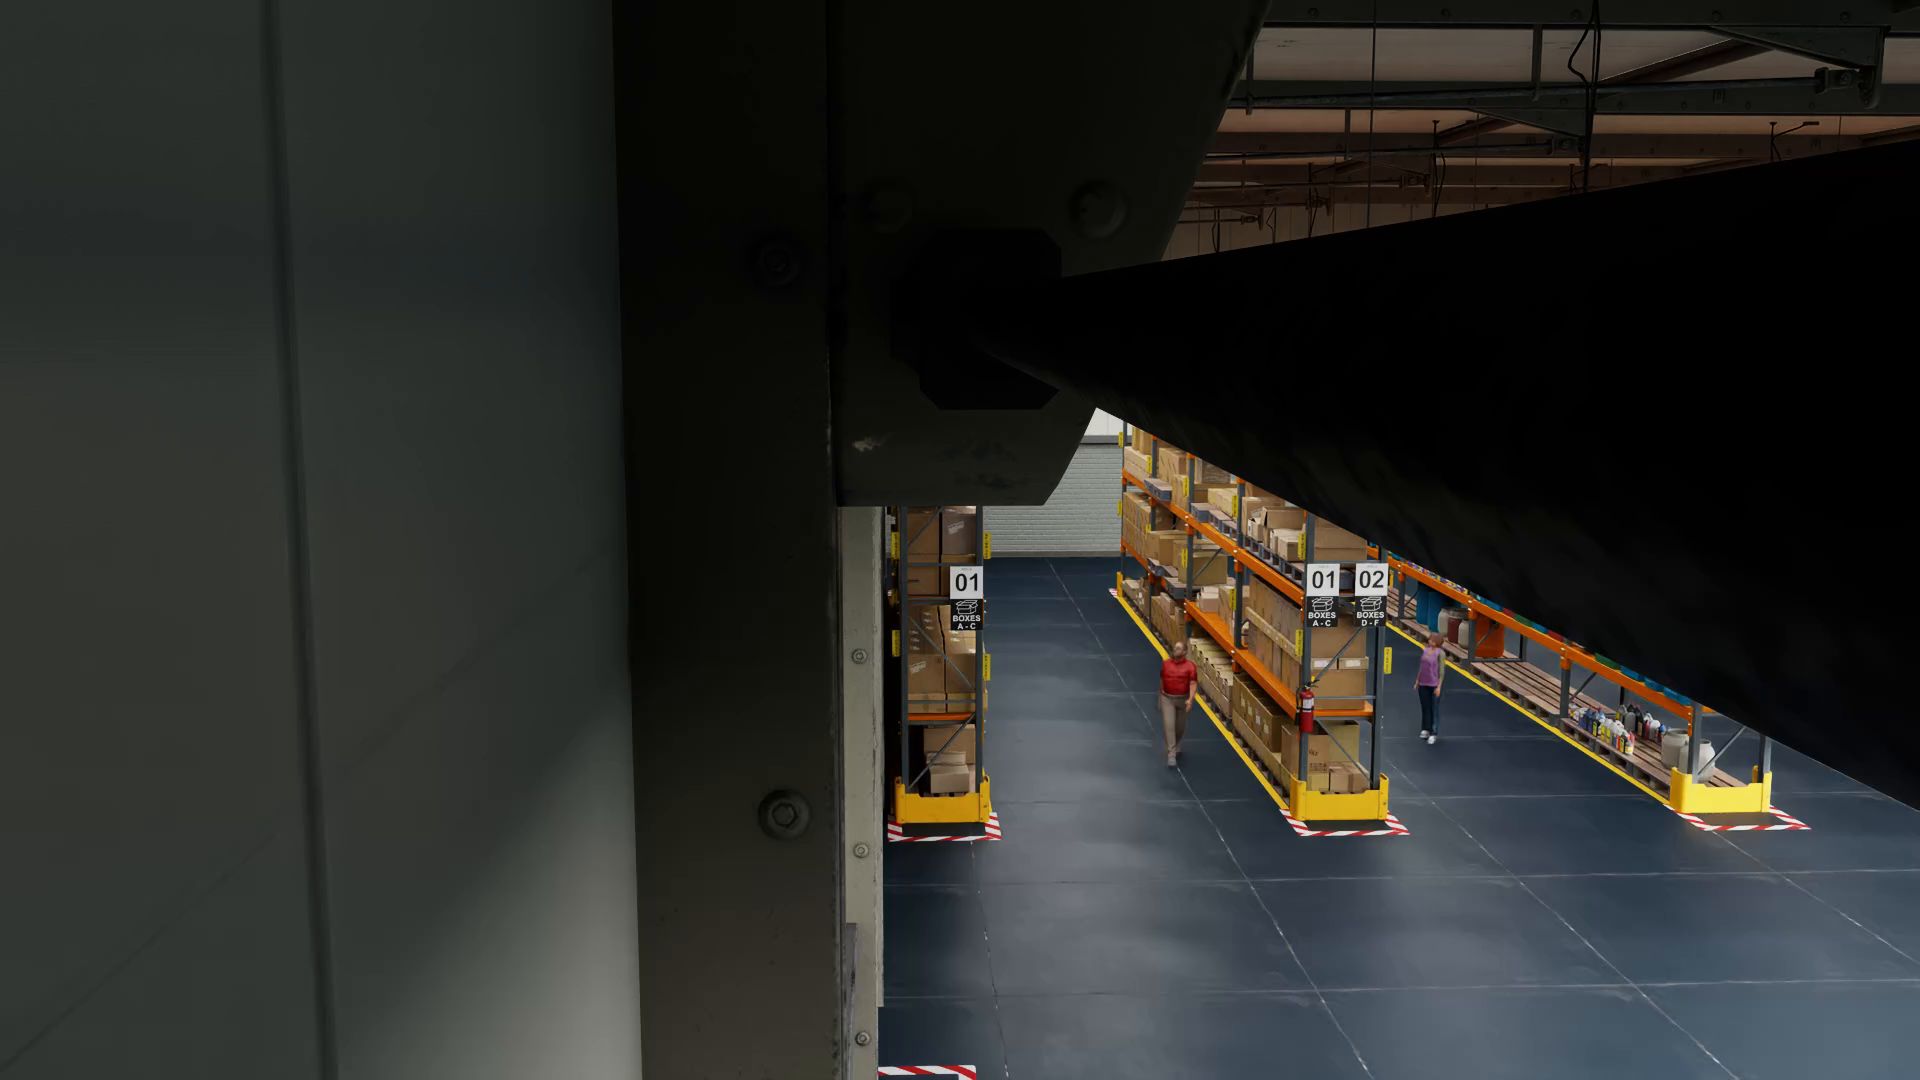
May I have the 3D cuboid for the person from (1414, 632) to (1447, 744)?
[{"bbox_3d":[6.874,2.152,24.323,0.437,1.616,0.483,6,10,38],"label":"person"}]

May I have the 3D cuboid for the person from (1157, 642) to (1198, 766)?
[{"bbox_3d":[3.041,2.254,23.138,0.510,1.657,1.048,0,8,-3],"label":"person"}]
